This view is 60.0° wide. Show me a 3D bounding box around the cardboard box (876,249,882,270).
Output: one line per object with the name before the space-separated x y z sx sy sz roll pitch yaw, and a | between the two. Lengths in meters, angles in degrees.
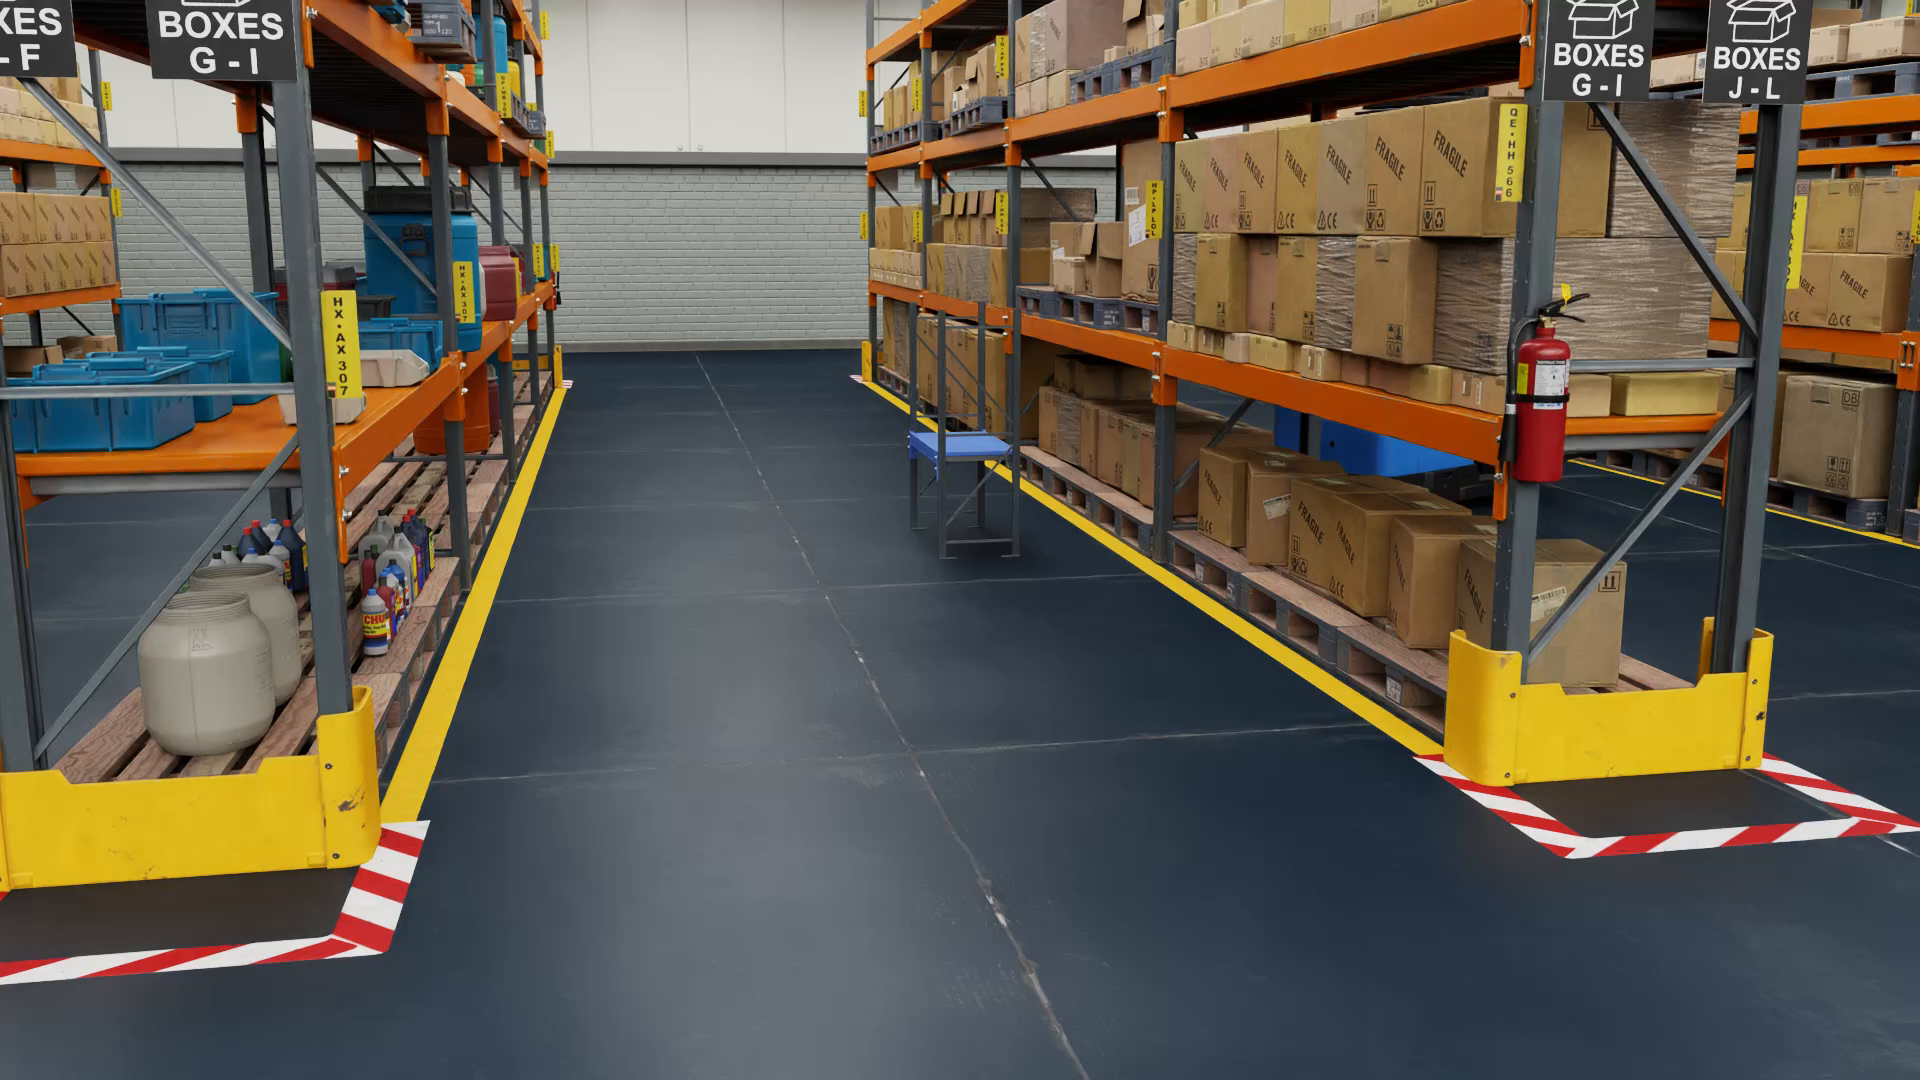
cardboard box | -0.737 -3.433 20.317 0.500 0.250 0.500 -2 11 -12

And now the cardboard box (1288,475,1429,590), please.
cardboard box | 2.016 -0.040 8.449 0.500 0.500 0.500 -3 11 -16

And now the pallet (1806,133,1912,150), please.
pallet | 10.052 -4.393 18.247 0.805 0.209 1.217 -3 11 -13

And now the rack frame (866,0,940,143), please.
rack frame | -0.674 -6.501 20.783 1.000 3.000 0.127 -2 11 -11

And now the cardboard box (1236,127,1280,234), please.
cardboard box | 1.694 -1.764 8.205 0.500 0.500 0.500 -2 11 -11

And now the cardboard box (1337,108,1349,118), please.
cardboard box | 4.560 -4.798 18.927 0.500 0.250 0.500 -3 11 -13

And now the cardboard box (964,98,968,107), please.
cardboard box | 0.247 -4.098 15.730 0.380 0.149 0.250 -3 11 -13

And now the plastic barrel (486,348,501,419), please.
plastic barrel | -4.527 -1.585 15.491 0.600 0.901 0.708 -2 11 -11

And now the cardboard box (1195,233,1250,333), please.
cardboard box | 1.750 -1.370 8.810 0.875 0.500 0.500 -2 11 -11

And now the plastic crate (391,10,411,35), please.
plastic crate | -2.489 -2.237 7.109 0.243 0.136 0.396 -2 11 -11

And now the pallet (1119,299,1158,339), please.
pallet | 1.654 -1.404 10.563 1.003 0.211 1.213 -2 11 -11

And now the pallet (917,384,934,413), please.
pallet | 0.033 -1.592 18.498 1.003 0.211 1.213 -2 11 -11

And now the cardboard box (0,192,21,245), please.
cardboard box | -9.429 -3.097 16.006 0.500 0.500 0.500 -2 11 -10

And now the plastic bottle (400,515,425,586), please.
plastic bottle | -2.753 0.055 8.291 0.144 0.351 0.185 -3 11 -14

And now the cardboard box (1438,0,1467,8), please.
cardboard box | 2.095 -2.098 6.076 0.500 0.250 0.500 -2 11 -10

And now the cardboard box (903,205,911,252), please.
cardboard box | -0.341 -3.427 18.281 0.500 0.500 0.500 -2 11 -10

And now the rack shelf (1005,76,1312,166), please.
rack shelf | 1.271 -2.840 11.495 1.077 0.370 4.000 -2 11 -11

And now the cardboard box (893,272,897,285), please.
cardboard box | -0.575 -3.023 19.228 0.380 0.149 0.250 -2 11 -10

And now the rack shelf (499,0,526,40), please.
rack shelf | -4.365 -4.670 14.160 1.077 0.370 4.000 -2 11 -11

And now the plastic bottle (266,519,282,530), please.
plastic bottle | -3.566 0.026 8.658 0.097 0.271 0.097 0 11 0

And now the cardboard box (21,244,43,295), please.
cardboard box | -9.548 -2.707 16.627 0.500 0.500 0.500 -2 11 -10

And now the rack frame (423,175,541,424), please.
rack frame | -4.754 -2.640 16.544 1.000 3.000 0.127 -2 11 -11

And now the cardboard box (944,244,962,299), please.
cardboard box | 0.144 -2.592 16.023 0.500 0.500 0.500 -2 11 -12

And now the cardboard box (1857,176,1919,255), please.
cardboard box | 6.443 -2.146 11.006 0.700 0.500 0.500 -2 11 -12

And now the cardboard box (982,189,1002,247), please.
cardboard box | 0.632 -2.883 14.868 0.797 0.503 0.637 -2 11 -10

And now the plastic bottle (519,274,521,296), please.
plastic bottle | -4.270 -2.481 16.022 0.061 0.283 0.133 -2 11 -11

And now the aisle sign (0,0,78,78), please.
aisle sign | -2.697 -1.692 4.611 0.394 0.787 0.004 -2 11 -11

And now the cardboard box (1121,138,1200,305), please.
cardboard box | 1.643 -2.004 10.478 1.000 1.000 1.000 -2 11 -11

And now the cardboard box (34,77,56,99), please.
cardboard box | -10.059 -4.932 17.621 0.700 0.500 0.500 -2 11 -11

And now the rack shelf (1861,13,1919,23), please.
rack shelf | 10.214 -5.211 17.000 1.077 0.370 4.000 -2 11 -11

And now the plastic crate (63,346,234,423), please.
plastic crate | -2.932 -0.566 6.046 0.499 0.251 0.408 -2 11 -11

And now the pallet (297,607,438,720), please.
pallet | -2.868 0.546 7.262 1.003 0.211 1.213 -2 11 -11

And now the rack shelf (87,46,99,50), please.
rack shelf | -10.002 -5.419 17.035 1.077 0.370 4.000 -2 11 -11

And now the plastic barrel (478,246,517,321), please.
plastic barrel | -3.589 -1.899 12.287 0.600 0.536 0.708 -2 11 -11

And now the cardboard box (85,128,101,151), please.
cardboard box | -10.033 -4.509 18.744 0.500 0.250 0.500 -2 11 -11

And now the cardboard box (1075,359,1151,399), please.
cardboard box | 1.155 -1.224 12.609 0.500 0.250 0.500 -1 11 -5

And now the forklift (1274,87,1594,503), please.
forklift | 3.692 -1.803 12.332 3.031 2.935 1.130 -9 14 -39

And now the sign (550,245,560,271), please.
sign | -4.996 -3.477 20.503 0.100 0.325 0.005 -2 11 -11

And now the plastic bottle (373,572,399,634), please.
plastic bottle | -2.534 0.279 7.331 0.097 0.271 0.097 0 11 0

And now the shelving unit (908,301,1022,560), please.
shelving unit | 0.017 -0.721 10.474 0.538 1.500 1.048 -2 11 -11

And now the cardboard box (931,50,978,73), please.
cardboard box | -0.072 -5.139 17.989 0.500 0.250 0.500 -3 11 -15

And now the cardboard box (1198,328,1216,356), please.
cardboard box | 1.519 -1.088 9.061 0.380 0.149 0.250 -2 11 -11

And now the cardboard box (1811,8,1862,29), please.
cardboard box | 6.380 -3.718 12.526 0.500 0.500 0.500 -2 11 -11

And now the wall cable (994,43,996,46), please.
wall cable | 1.608 -9.243 26.590 2.277 5.999 0.120 -2 11 -11

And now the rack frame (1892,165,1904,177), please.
rack frame | 13.915 -4.095 24.190 1.000 3.000 0.127 -2 11 -11

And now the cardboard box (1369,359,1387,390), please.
cardboard box | 1.992 -0.724 7.150 0.380 0.149 0.250 -2 11 -11

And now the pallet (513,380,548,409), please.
pallet | -5.176 -1.628 18.683 1.003 0.211 1.213 -2 11 -11

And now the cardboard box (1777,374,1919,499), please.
cardboard box | 6.336 -0.726 11.383 1.050 0.750 0.750 -2 11 -11

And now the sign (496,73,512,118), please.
sign | -3.438 -3.350 12.530 0.100 0.325 0.005 -2 11 -11

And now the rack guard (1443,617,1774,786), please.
rack guard | 2.424 0.595 6.234 1.175 0.500 0.348 -2 11 -11

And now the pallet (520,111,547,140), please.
pallet | -4.506 -3.880 15.544 1.213 0.211 1.003 -2 11 -11

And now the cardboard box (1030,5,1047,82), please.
cardboard box | 0.817 -3.666 12.307 0.500 0.500 0.500 -2 11 -11

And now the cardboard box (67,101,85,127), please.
cardboard box | -9.944 -4.663 18.214 0.500 0.250 0.500 -2 11 -11

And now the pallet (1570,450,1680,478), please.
pallet | 5.847 -0.731 13.972 1.003 0.211 1.213 -2 11 -11
